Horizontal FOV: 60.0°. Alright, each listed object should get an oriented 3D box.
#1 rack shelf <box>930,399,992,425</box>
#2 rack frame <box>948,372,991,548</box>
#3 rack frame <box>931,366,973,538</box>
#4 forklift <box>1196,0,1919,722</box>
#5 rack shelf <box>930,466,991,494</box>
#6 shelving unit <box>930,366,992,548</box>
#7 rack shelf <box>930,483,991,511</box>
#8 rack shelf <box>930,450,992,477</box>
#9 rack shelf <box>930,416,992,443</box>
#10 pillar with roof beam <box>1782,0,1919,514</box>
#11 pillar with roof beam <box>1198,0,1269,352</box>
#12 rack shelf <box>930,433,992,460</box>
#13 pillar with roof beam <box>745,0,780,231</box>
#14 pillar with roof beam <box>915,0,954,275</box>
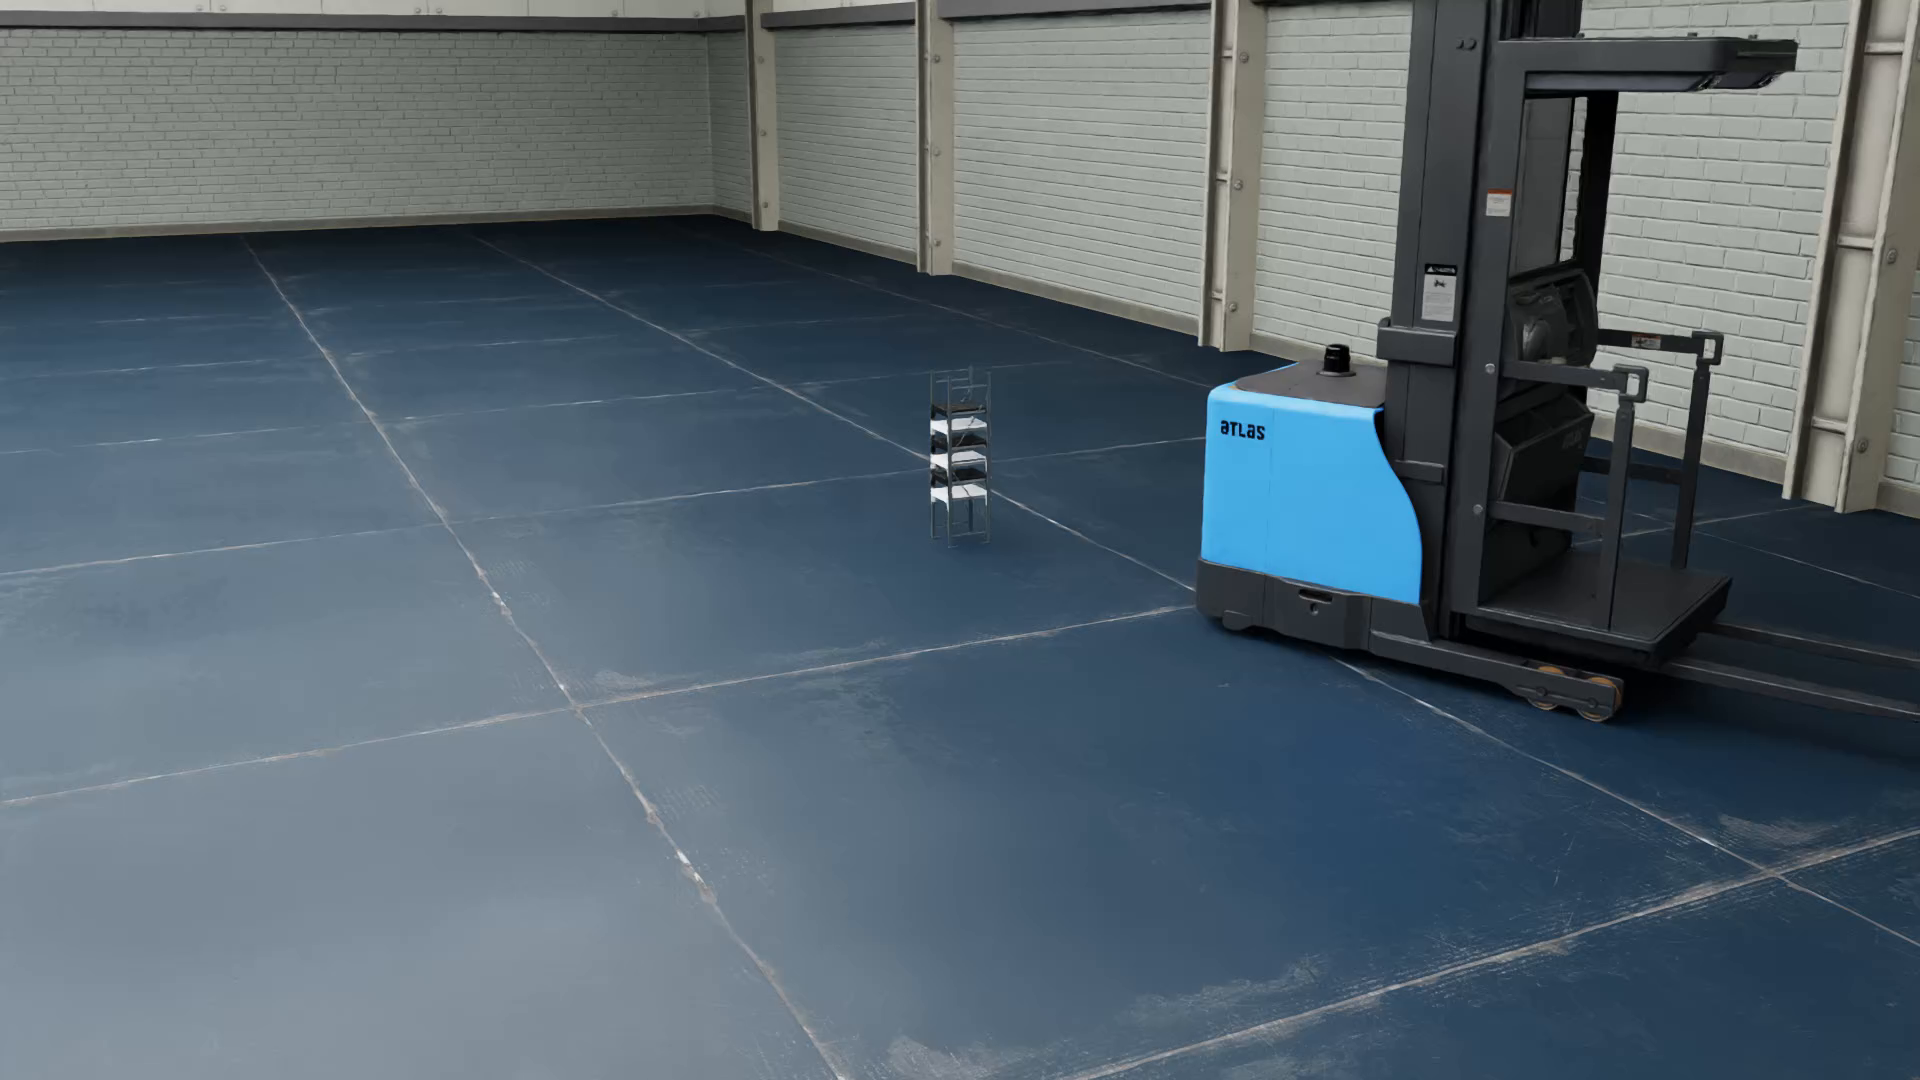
[{"bbox_3d":[0.004,-0.658,8.554,0.258,0.077,0.200,-8,18,-25],"label":"rack shelf"},{"bbox_3d":[0.048,-0.405,8.532,0.240,0.900,0.006,-8,18,-25],"label":"rack frame"},{"bbox_3d":[-0.041,-0.456,8.707,0.240,0.900,0.006,-8,18,-25],"label":"rack frame"},{"bbox_3d":[2.522,-0.882,6.511,3.031,2.935,1.130,12,20,37],"label":"forklift"},{"bbox_3d":[0.004,-0.312,8.654,0.258,0.077,0.200,-8,18,-25],"label":"rack shelf"},{"bbox_3d":[0.004,-0.431,8.620,0.258,0.900,0.210,-8,18,-25],"label":"shelving unit"},{"bbox_3d":[0.004,-0.225,8.678,0.258,0.077,0.200,-8,18,-25],"label":"rack shelf"},{"bbox_3d":[0.004,-0.398,8.629,0.258,0.077,0.200,-8,18,-25],"label":"rack shelf"},{"bbox_3d":[0.004,-0.572,8.579,0.258,0.077,0.200,-8,18,-25],"label":"rack shelf"},{"bbox_3d":[1.097,-4.020,6.445,9.100,9.000,0.400,-8,18,-25],"label":"pillar with roof beam"},{"bbox_3d":[-1.531,-5.508,11.629,9.100,9.000,0.400,-8,18,-25],"label":"pillar with roof beam"},{"bbox_3d":[0.004,-0.485,8.604,0.258,0.077,0.200,-8,18,-25],"label":"rack shelf"},{"bbox_3d":[-6.788,-8.483,21.998,9.100,9.000,0.400,-8,18,-25],"label":"pillar with roof beam"},{"bbox_3d":[-4.160,-6.995,16.813,9.100,9.000,0.400,-8,18,-25],"label":"pillar with roof beam"}]
